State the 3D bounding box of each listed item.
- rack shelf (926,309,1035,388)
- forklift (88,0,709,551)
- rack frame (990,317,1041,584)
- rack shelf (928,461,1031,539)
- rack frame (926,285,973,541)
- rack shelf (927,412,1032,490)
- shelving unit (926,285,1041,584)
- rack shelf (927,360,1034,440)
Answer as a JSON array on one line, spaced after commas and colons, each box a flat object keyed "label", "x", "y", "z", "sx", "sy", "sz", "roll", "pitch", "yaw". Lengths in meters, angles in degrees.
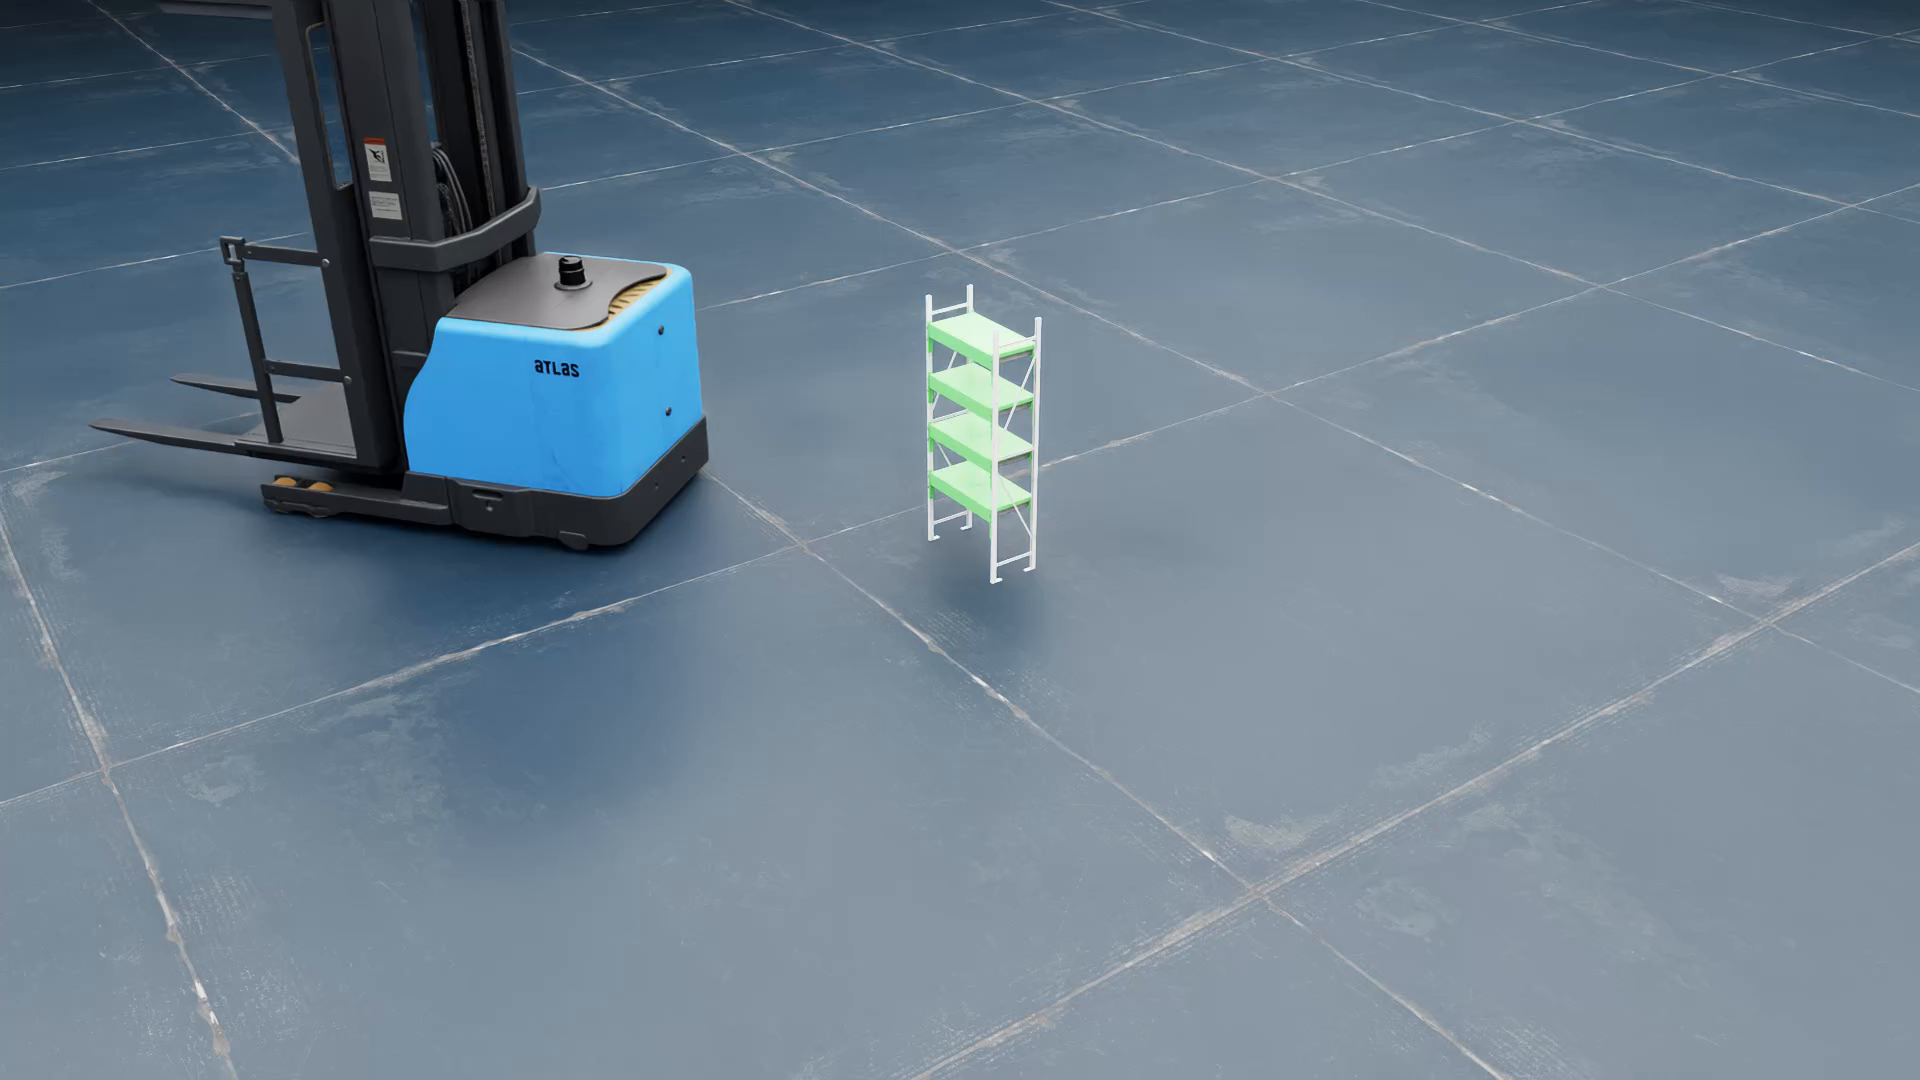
[{"label": "rack shelf", "x": 0.096, "y": -0.829, "z": 7.147, "sx": 0.258, "sy": 0.148, "sz": 0.480, "roll": -19, "pitch": 34, "yaw": -31}, {"label": "forklift", "x": -2.835, "y": -1.626, "z": 7.672, "sx": 3.031, "sy": 2.935, "sz": 1.130, "roll": 8, "pitch": 29, "yaw": 14}, {"label": "rack frame", "x": 0.238, "y": -0.368, "z": 7.170, "sx": 0.240, "sy": 1.200, "sz": 0.015, "roll": -19, "pitch": 34, "yaw": -31}, {"label": "rack shelf", "x": 0.096, "y": -0.196, "z": 7.490, "sx": 0.258, "sy": 0.148, "sz": 0.480, "roll": -19, "pitch": 34, "yaw": -31}, {"label": "rack frame", "x": -0.046, "y": -0.558, "z": 7.520, "sx": 0.240, "sy": 1.200, "sz": 0.015, "roll": -19, "pitch": 34, "yaw": -31}, {"label": "rack shelf", "x": 0.096, "y": -0.407, "z": 7.376, "sx": 0.258, "sy": 0.148, "sz": 0.480, "roll": -19, "pitch": 34, "yaw": -31}, {"label": "shelving unit", "x": 0.096, "y": -0.463, "z": 7.345, "sx": 0.258, "sy": 1.200, "sz": 0.503, "roll": -19, "pitch": 34, "yaw": -31}, {"label": "rack shelf", "x": 0.096, "y": -0.618, "z": 7.261, "sx": 0.258, "sy": 0.148, "sz": 0.480, "roll": -19, "pitch": 34, "yaw": -31}]
